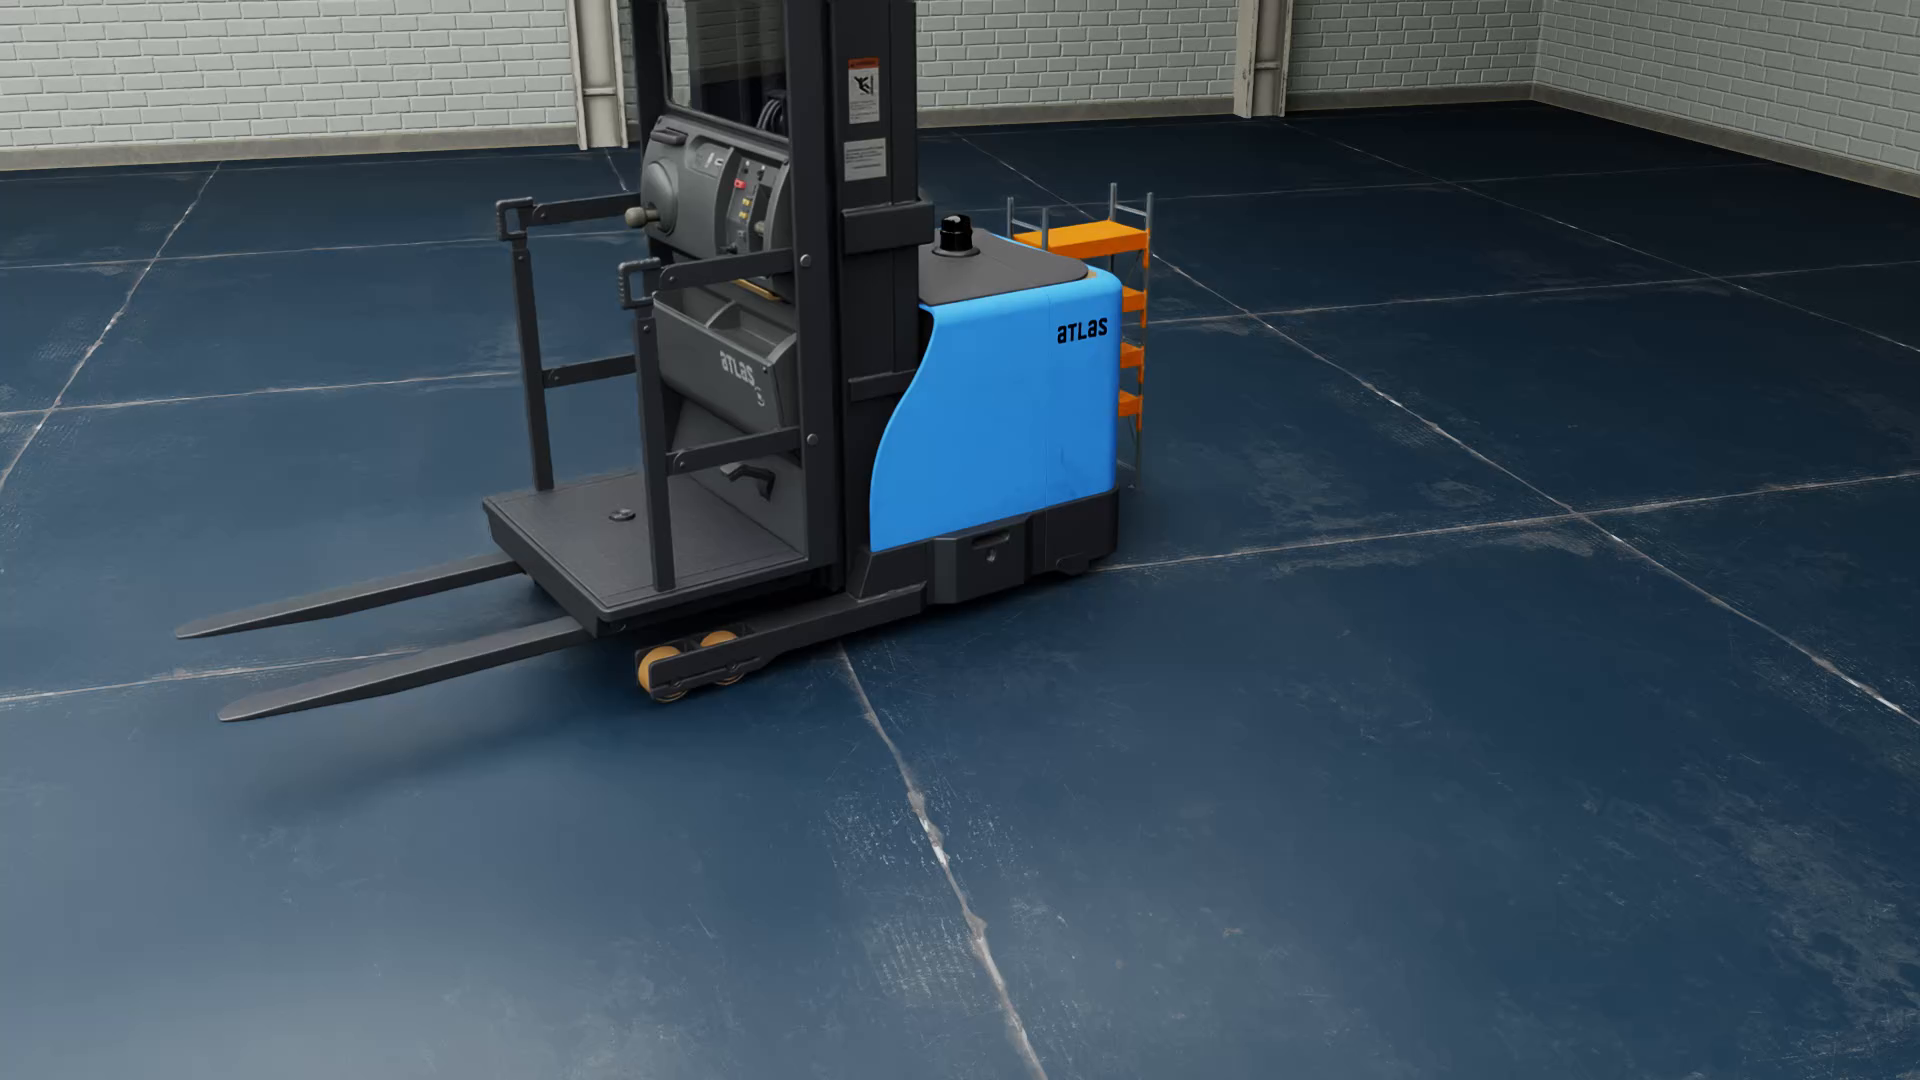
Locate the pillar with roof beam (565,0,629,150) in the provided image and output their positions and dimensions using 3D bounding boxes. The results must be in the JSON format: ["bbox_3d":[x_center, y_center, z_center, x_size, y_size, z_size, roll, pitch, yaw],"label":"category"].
[{"bbox_3d":[-1.837,-5.819,8.400,0.400,9.000,9.100,-6,24,-14],"label":"pillar with roof beam"}]

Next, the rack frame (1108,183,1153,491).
[{"bbox_3d":[0.654,-0.788,6.565,0.015,1.200,0.240,-15,27,-31],"label":"rack frame"}]

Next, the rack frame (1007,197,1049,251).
[{"bbox_3d":[0.248,-0.681,6.316,0.015,1.200,0.240,-15,27,-31],"label":"rack frame"}]

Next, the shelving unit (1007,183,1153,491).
[{"bbox_3d":[0.451,-0.735,6.440,0.503,1.200,0.258,-15,27,-31],"label":"shelving unit"}]

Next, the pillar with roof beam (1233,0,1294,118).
[{"bbox_3d":[3.940,-6.459,9.890,0.400,9.000,9.100,-6,24,-14],"label":"pillar with roof beam"}]

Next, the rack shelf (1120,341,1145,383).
[{"bbox_3d":[0.451,-0.673,6.467,0.480,0.148,0.258,-15,27,-31],"label":"rack shelf"}]

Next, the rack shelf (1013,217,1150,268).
[{"bbox_3d":[0.451,-1.096,6.285,0.480,0.148,0.258,-15,27,-31],"label":"rack shelf"}]

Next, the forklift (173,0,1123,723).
[{"bbox_3d":[-0.942,-1.089,5.070,3.031,2.935,1.130,-15,27,-31],"label":"forklift"}]

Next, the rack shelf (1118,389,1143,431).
[{"bbox_3d":[0.451,-0.490,6.545,0.480,0.148,0.258,-15,27,-31],"label":"rack shelf"}]

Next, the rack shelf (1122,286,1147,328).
[{"bbox_3d":[0.451,-0.878,6.379,0.480,0.148,0.258,-15,27,-31],"label":"rack shelf"}]
